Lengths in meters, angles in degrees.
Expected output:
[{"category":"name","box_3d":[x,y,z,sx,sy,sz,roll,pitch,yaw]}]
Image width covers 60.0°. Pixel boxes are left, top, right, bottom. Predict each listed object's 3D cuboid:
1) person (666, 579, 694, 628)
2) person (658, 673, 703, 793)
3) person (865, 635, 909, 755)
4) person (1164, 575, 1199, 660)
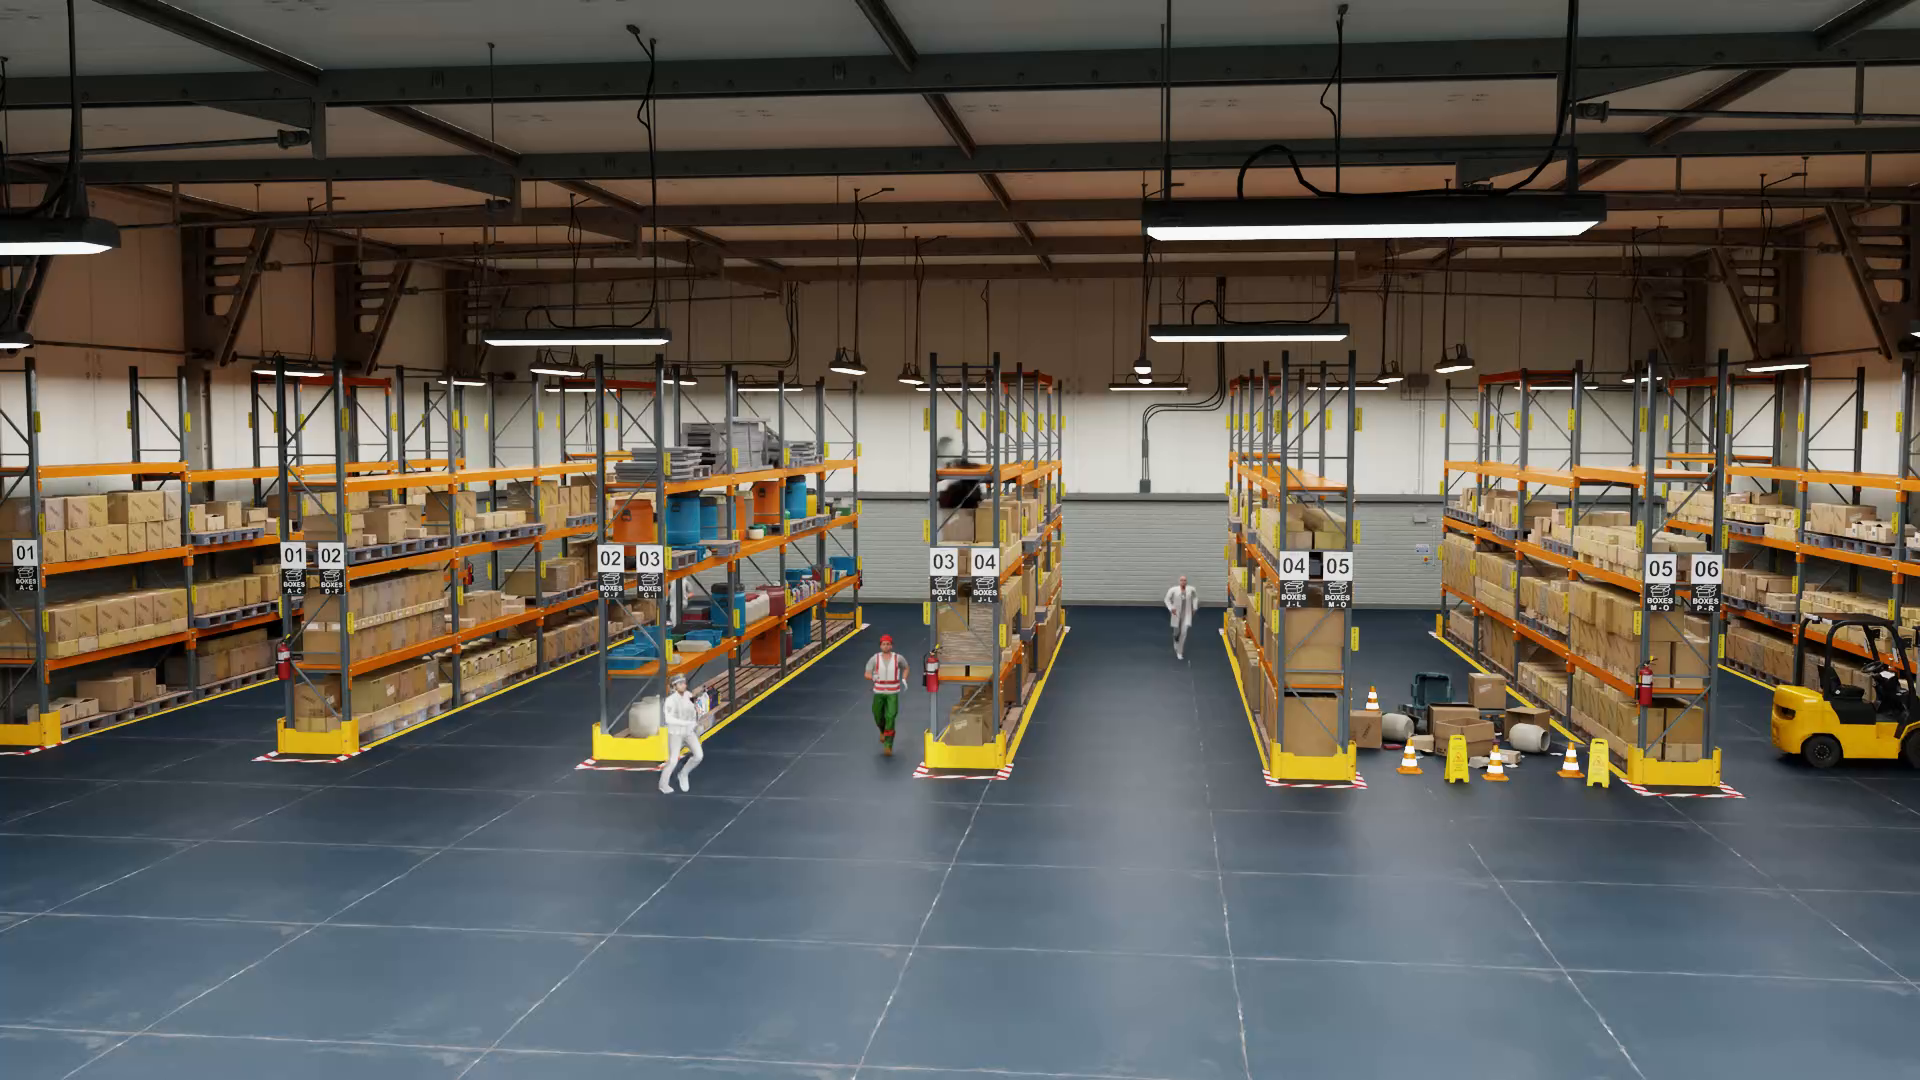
[{"category":"person","box_3d":[-6.287,1.487,37.132,0.685,1.769,0.919,0,4,-1]},{"category":"person","box_3d":[-3.712,2.572,22.257,0.626,1.630,0.794,-4,6,-45]},{"category":"person","box_3d":[-1.113,2.322,25.231,0.666,1.768,0.956,0,4,2]},{"category":"person","box_3d":[4.731,1.628,35.498,0.739,1.763,0.928,0,4,1]}]
